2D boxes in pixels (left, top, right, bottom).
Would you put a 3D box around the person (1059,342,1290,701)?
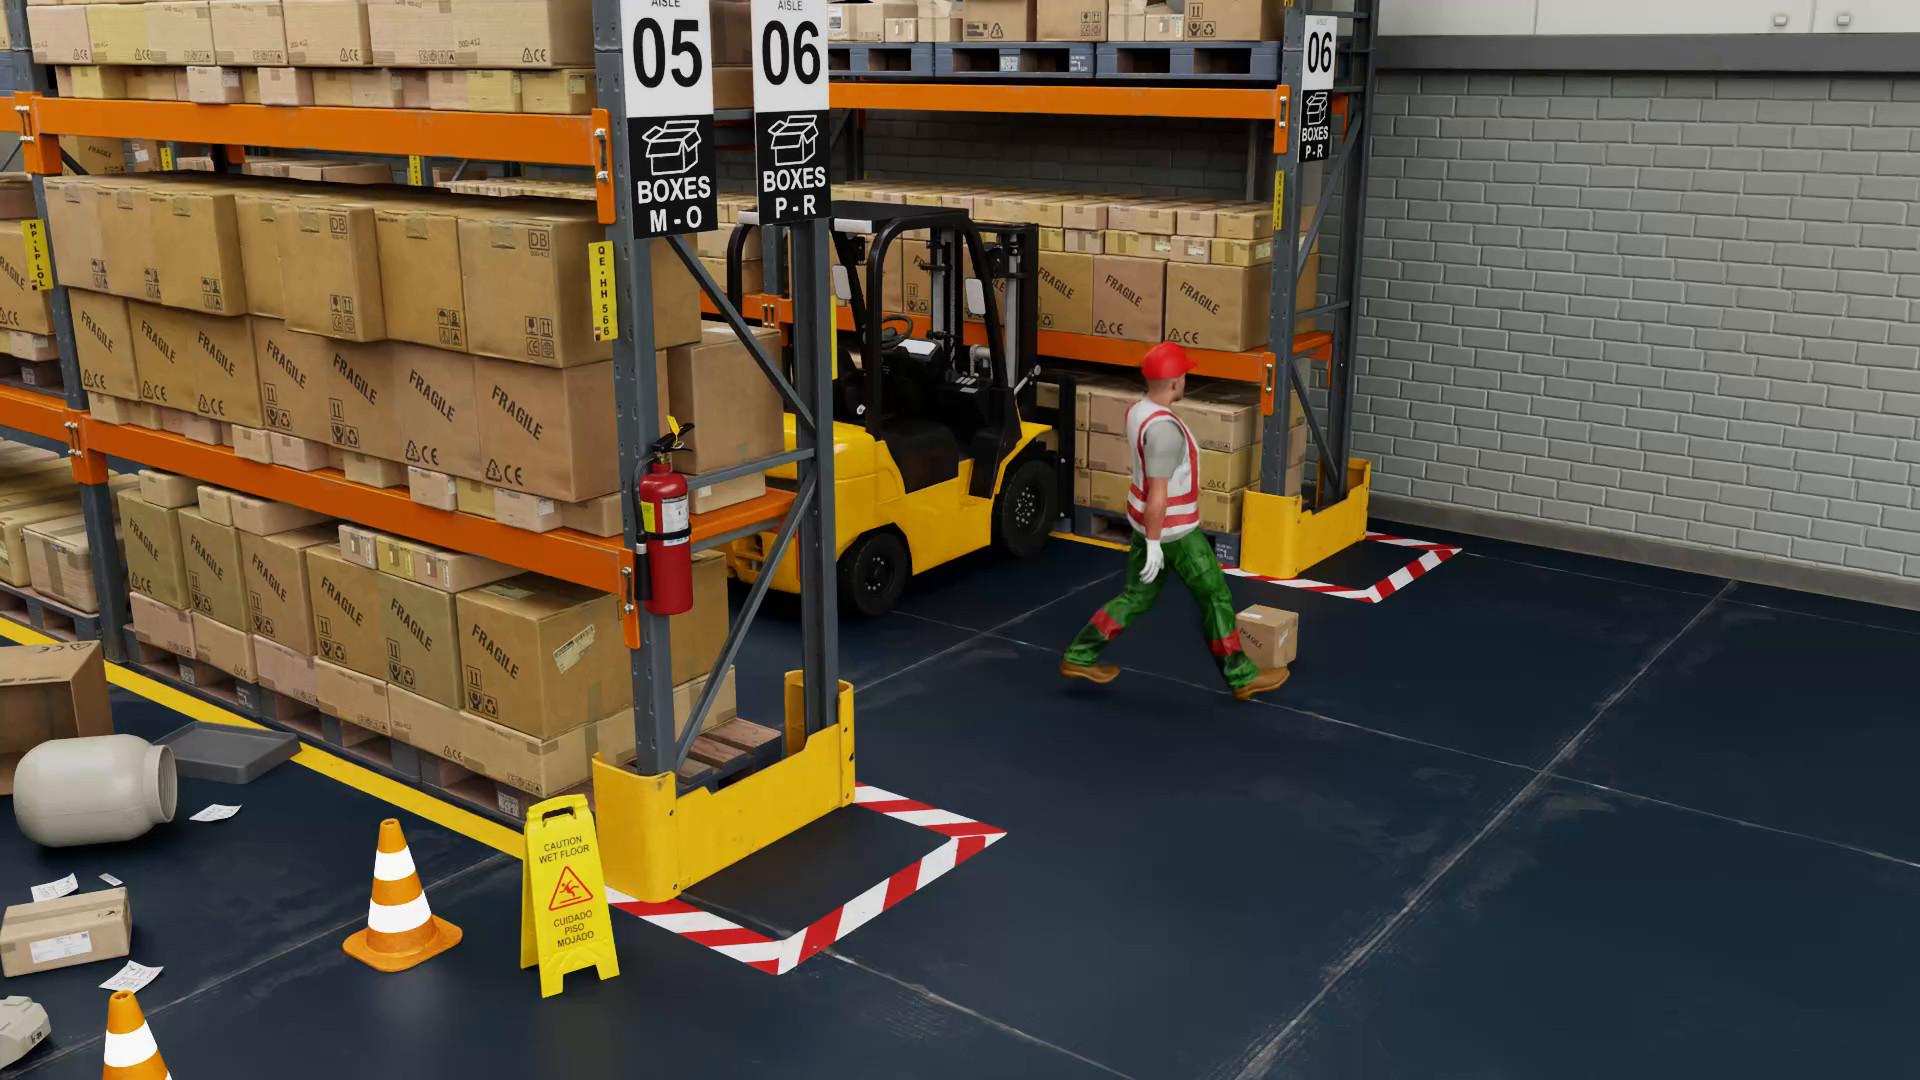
[{"bbox_3d":[1.039,-0.081,7.846,1.075,1.728,0.572,-3,17,-10],"label":"person"}]
